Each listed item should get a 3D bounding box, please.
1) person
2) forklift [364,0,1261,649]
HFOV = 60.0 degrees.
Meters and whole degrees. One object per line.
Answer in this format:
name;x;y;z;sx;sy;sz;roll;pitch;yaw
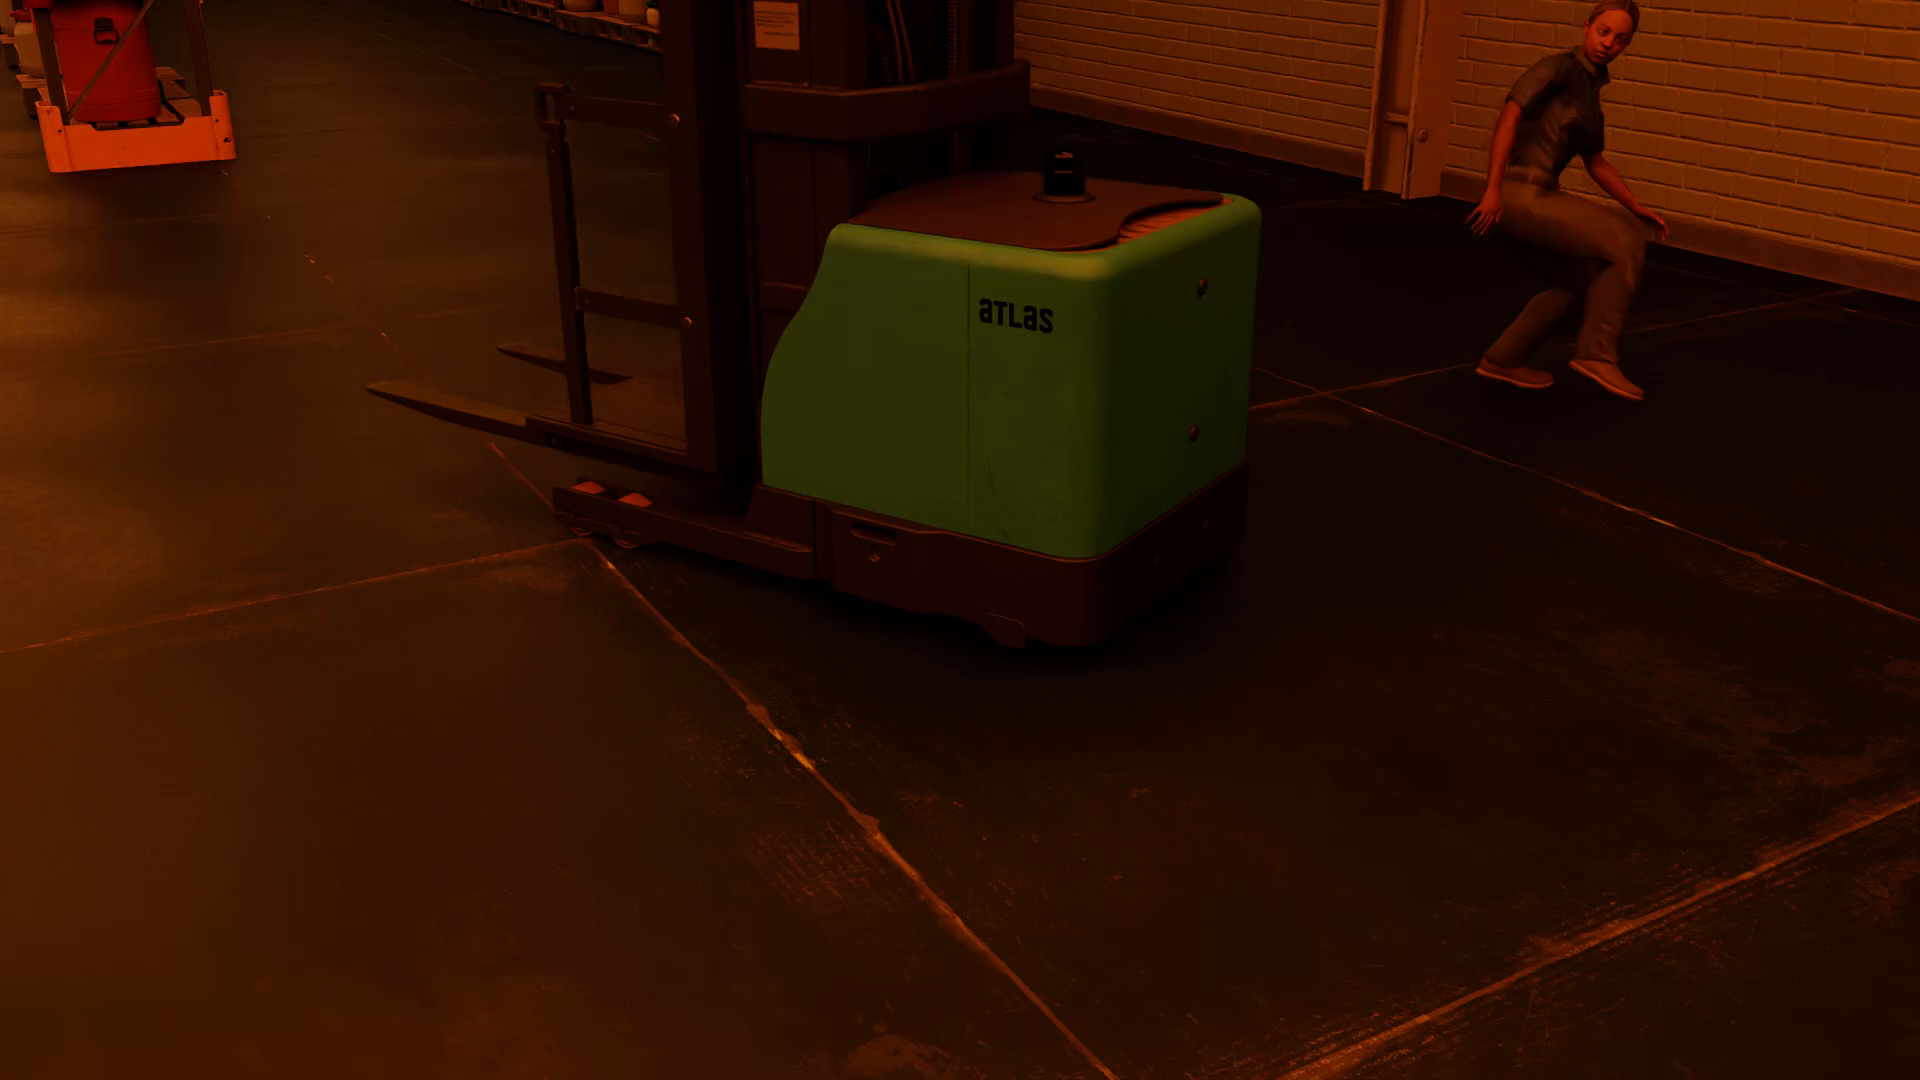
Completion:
person;2.216;-1.196;6.022;0.695;1.466;0.687;8;24;19
forklift;-0.655;-1.481;4.882;3.031;2.935;1.130;14;26;31
